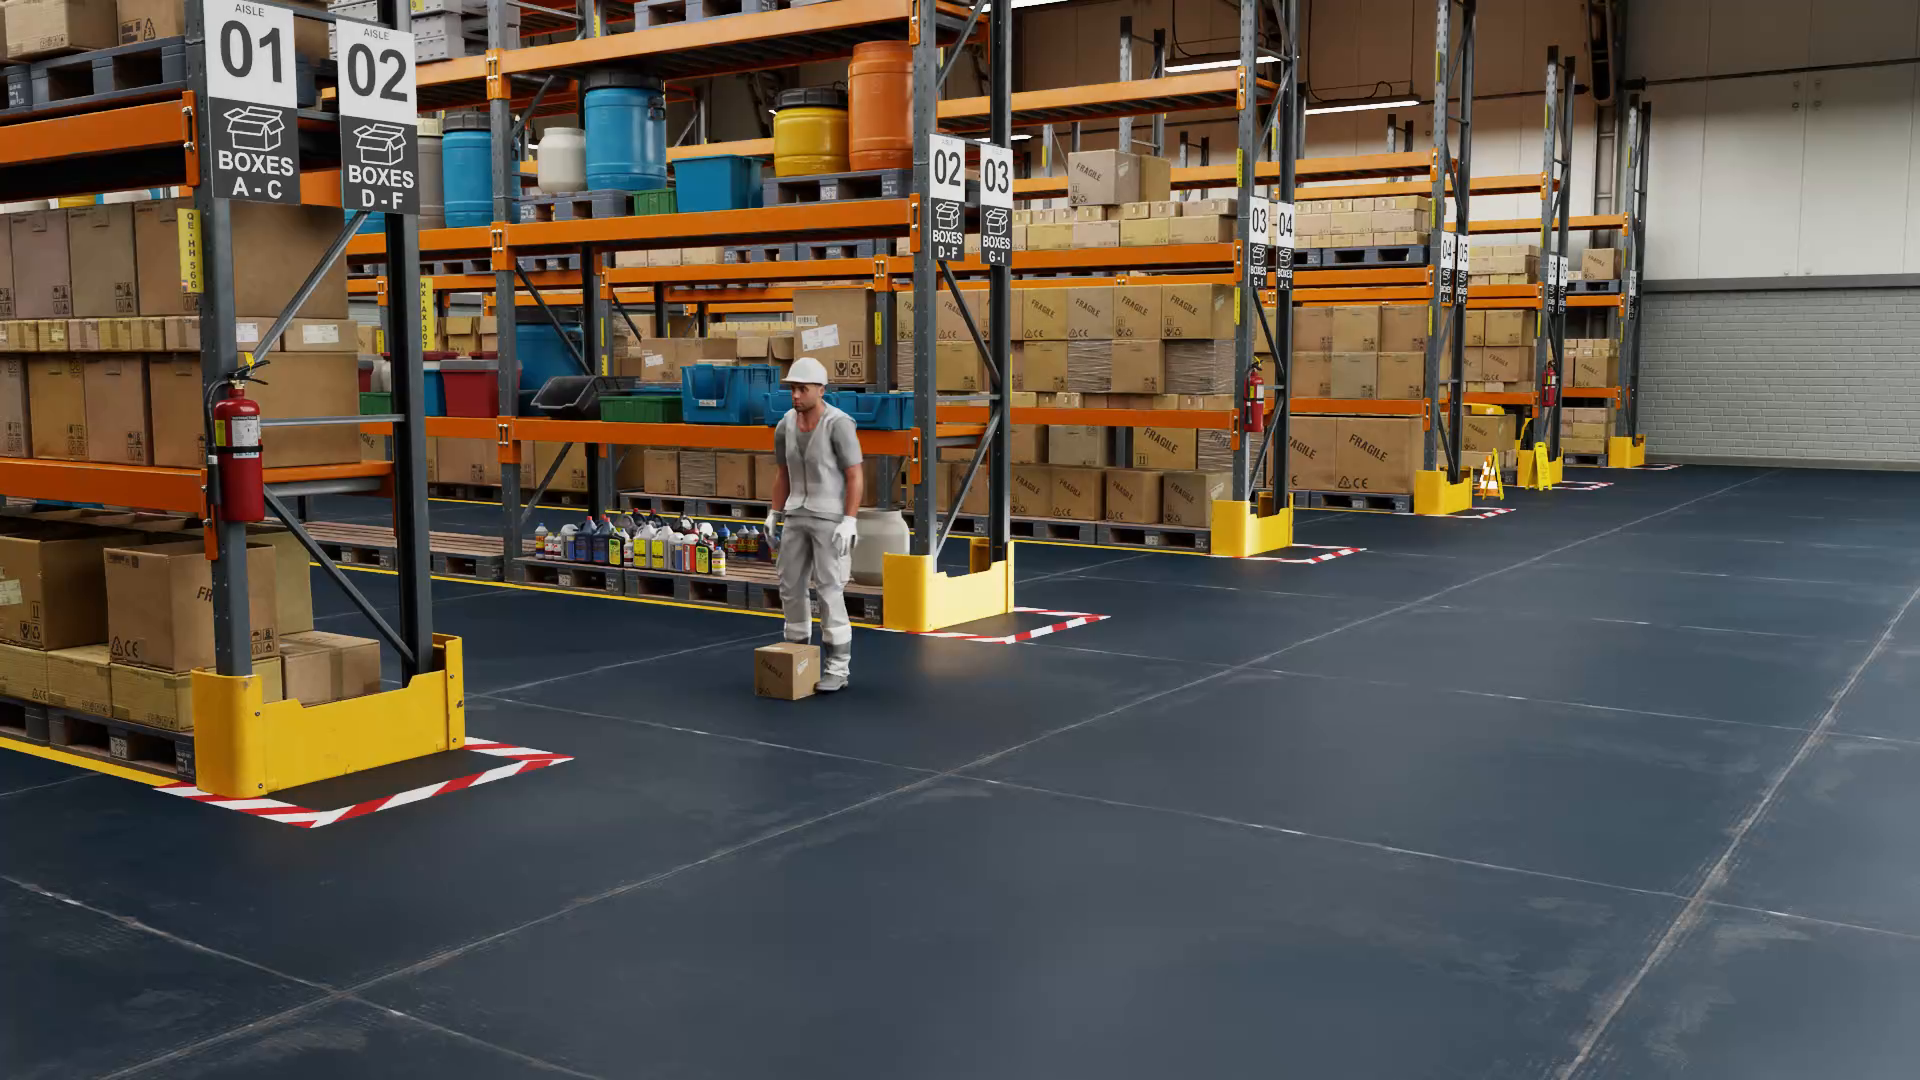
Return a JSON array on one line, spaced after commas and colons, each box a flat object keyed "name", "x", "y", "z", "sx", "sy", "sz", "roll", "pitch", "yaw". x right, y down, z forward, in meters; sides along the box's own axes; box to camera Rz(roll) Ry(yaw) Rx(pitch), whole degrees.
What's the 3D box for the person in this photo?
[{"name": "person", "x": -0.792, "y": -0.085, "z": 8.936, "sx": 0.604, "sy": 1.778, "sz": 0.453, "roll": 4, "pitch": 7, "yaw": 33}]
